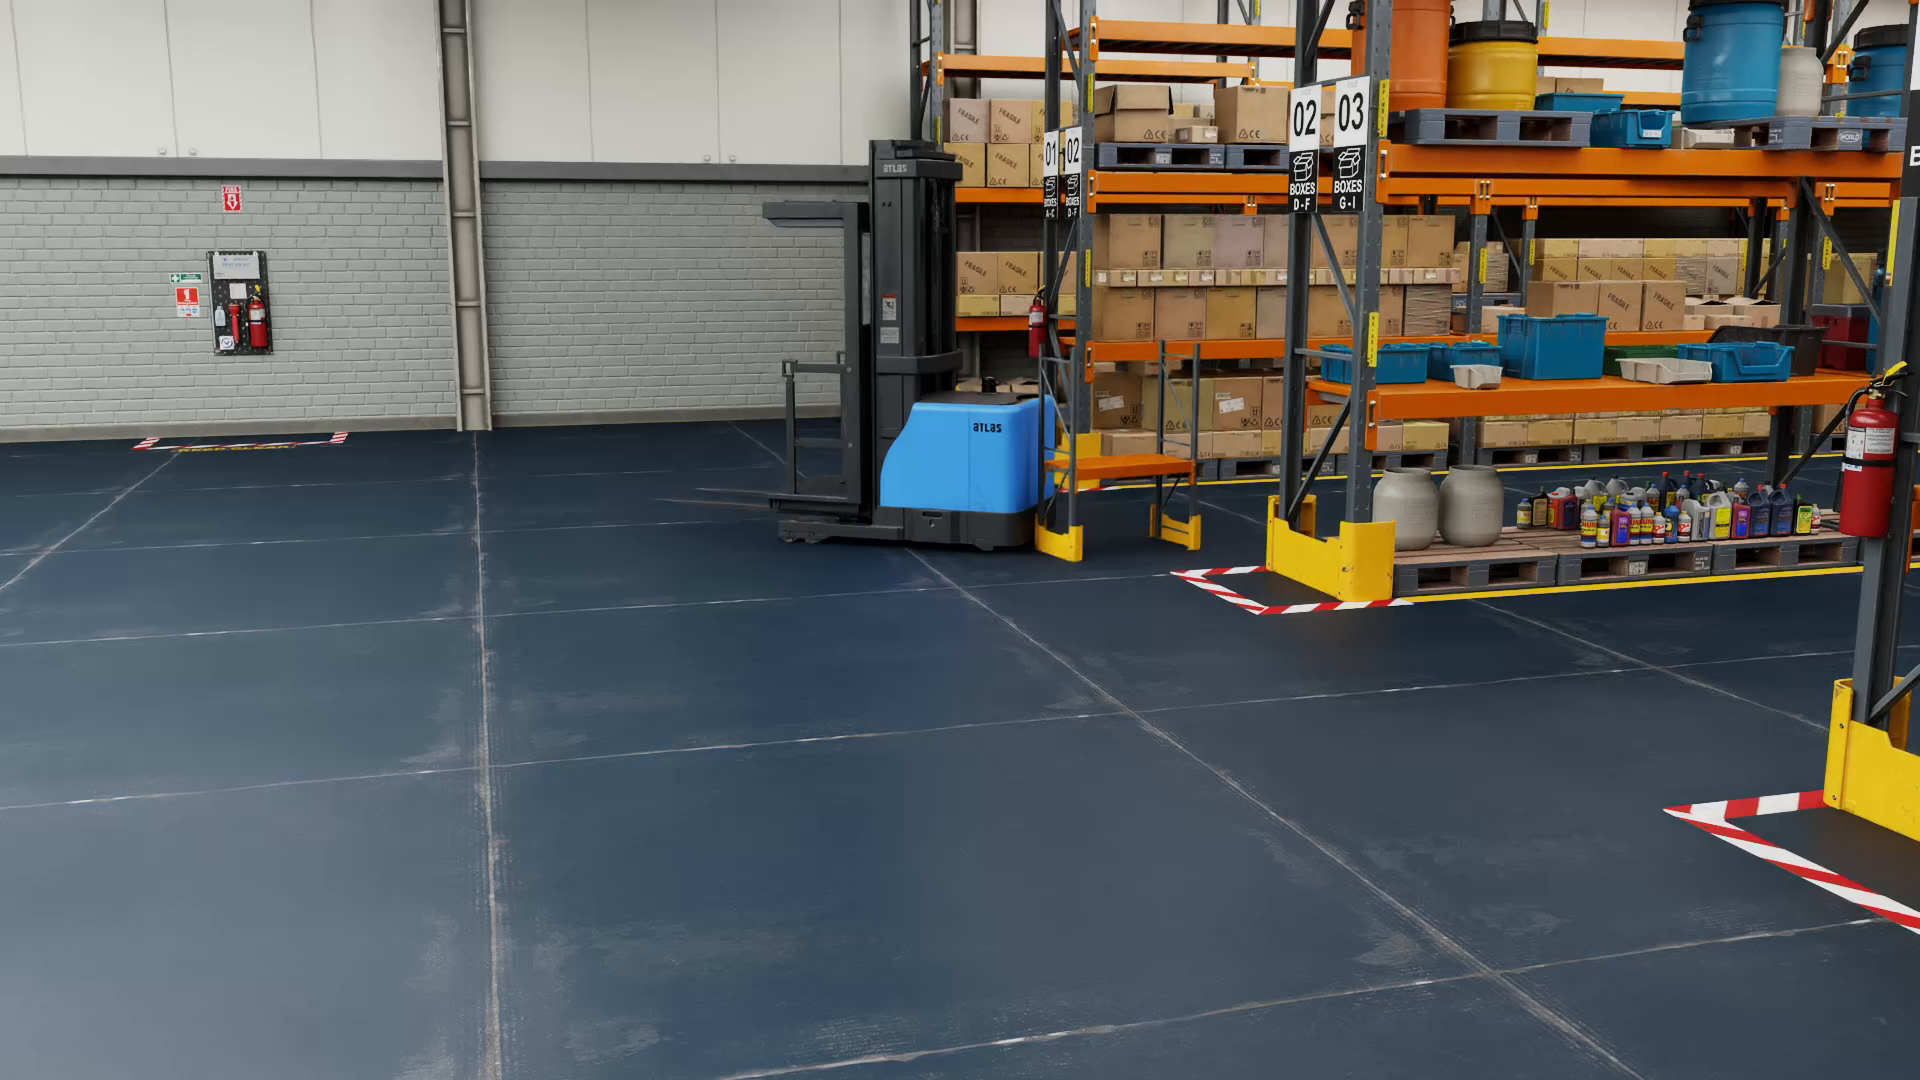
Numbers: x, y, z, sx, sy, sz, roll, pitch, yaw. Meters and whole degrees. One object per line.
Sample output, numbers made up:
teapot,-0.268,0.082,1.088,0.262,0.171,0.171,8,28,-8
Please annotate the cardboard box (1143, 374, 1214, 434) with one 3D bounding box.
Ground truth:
cardboard box,2.040,-1.278,15.568,0.500,0.500,0.500,-3,11,-16

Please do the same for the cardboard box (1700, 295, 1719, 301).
cardboard box,10.138,-3.283,22.736,0.250,0.149,0.380,-3,11,-16

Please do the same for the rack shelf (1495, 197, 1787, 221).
rack shelf,9.197,-4.529,22.568,4.000,0.370,1.077,-3,11,-16

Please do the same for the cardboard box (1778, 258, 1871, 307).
cardboard box,9.238,-2.753,17.780,0.500,0.500,0.700,-7,13,-35

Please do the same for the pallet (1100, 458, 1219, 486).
pallet,1.706,-0.716,15.851,1.213,0.211,1.003,-3,11,-16

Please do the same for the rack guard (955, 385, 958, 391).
rack guard,-0.331,-1.677,20.272,0.348,0.500,1.175,-3,11,-16

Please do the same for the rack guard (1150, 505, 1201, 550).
rack guard,1.601,-0.098,12.389,0.087,0.250,0.587,-5,12,-26

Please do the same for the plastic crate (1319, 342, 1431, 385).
plastic crate,2.762,-1.184,11.104,0.616,0.251,0.499,-3,11,-16

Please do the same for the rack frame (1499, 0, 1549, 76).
rack frame,7.277,-6.257,21.681,0.127,3.000,1.000,-3,11,-16

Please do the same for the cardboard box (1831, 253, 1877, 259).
cardboard box,12.345,-3.717,23.626,0.700,0.700,0.980,-3,11,-17

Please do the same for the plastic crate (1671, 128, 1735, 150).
plastic crate,4.777,-2.576,10.699,0.396,0.136,0.243,-3,11,-16

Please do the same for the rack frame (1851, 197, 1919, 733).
rack frame,3.749,-0.319,5.993,0.127,3.000,1.000,-3,11,-16

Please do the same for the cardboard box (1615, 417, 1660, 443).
cardboard box,6.757,-1.153,16.959,0.500,0.250,0.500,-3,11,-15

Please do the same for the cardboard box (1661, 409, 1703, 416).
cardboard box,7.248,-1.454,17.046,0.500,0.311,0.500,-3,11,-16

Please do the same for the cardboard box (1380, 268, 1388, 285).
cardboard box,3.883,-2.521,15.890,0.250,0.149,0.380,-3,11,-16

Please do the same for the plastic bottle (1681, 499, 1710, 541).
plastic bottle,5.016,-0.143,11.345,0.135,0.276,0.152,-3,11,-15

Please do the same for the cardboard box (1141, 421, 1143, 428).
cardboard box,1.893,-1.001,16.135,0.500,0.250,0.500,-3,11,-16

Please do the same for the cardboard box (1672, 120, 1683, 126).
cardboard box,9.710,-5.567,22.651,0.500,0.250,0.500,-3,11,-18

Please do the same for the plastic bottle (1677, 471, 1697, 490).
plastic bottle,5.314,-0.327,12.140,0.185,0.351,0.144,-3,11,-14

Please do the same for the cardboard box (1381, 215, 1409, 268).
cardboard box,3.915,-2.881,16.054,0.500,0.500,0.700,-3,11,-16

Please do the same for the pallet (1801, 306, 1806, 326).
pallet,9.296,-2.398,17.818,1.003,0.211,1.213,-3,11,-16

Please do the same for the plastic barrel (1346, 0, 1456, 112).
plastic barrel,2.796,-3.119,10.575,0.708,0.830,0.600,-3,11,-16

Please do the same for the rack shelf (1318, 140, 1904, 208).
rack shelf,4.285,-2.402,11.014,4.000,0.370,1.077,-3,11,-16

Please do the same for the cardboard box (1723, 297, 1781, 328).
cardboard box,8.304,-2.391,17.497,0.500,0.311,0.500,-2,11,-12

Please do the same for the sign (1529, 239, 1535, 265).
sign,7.438,-3.743,21.617,0.005,0.325,0.100,-3,11,-16

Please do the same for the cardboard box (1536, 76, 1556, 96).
cardboard box,5.428,-4.245,16.216,0.500,0.500,0.500,-3,11,-15

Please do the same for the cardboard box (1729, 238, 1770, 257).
cardboard box,10.740,-4.015,22.848,0.500,0.250,0.500,-3,11,-15

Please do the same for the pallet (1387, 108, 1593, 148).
pallet,3.186,-2.587,10.551,1.213,0.211,1.003,-3,11,-16

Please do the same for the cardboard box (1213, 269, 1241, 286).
cardboard box,2.412,-2.444,15.471,0.250,0.149,0.380,-3,11,-18

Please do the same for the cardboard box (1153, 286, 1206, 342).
cardboard box,1.939,-2.139,15.605,0.500,0.500,0.700,-3,11,-14

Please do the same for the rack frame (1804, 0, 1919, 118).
rack frame,6.205,-4.333,11.227,0.127,3.000,1.000,-3,11,-16

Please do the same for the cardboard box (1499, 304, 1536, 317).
cardboard box,5.617,-2.254,16.875,0.258,0.266,0.396,-3,11,-17

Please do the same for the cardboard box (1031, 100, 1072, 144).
cardboard box,1.018,-4.950,19.770,0.500,0.500,0.500,-3,11,-14

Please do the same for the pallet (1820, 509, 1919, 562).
pallet,6.949,-0.057,12.275,1.213,0.211,1.003,-3,11,-16

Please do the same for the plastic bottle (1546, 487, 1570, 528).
plastic bottle,4.255,-0.234,11.839,0.135,0.276,0.152,-3,11,-16

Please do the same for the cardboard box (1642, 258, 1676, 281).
cardboard box,9.295,-3.570,22.499,0.500,0.500,0.500,-3,11,-14

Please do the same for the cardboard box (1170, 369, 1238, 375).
cardboard box,2.372,-1.396,16.209,0.500,0.500,0.500,-3,11,-16

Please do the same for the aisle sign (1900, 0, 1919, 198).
aisle sign,3.606,-1.646,6.024,0.004,0.787,0.394,-3,11,-16

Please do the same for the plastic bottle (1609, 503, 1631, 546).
plastic bottle,4.415,-0.106,11.125,0.133,0.283,0.061,-3,11,-15

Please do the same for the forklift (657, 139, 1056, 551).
forklift,-0.837,-1.500,12.600,3.031,2.935,1.130,4,11,20

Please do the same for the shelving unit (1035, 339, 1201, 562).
shelving unit,1.154,-0.673,12.060,1.083,1.500,0.587,-5,12,-26

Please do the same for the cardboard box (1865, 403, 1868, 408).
cardboard box,9.683,-1.434,17.739,0.500,0.500,0.500,-3,11,-18

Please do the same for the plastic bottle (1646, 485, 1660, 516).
plastic bottle,5.002,-0.265,12.019,0.097,0.271,0.097,0,10,0

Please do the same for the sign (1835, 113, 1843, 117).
sign,8.812,-4.117,16.696,0.005,0.325,0.100,-3,11,-16

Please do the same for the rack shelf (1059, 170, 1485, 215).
rack shelf,2.904,-3.264,15.692,4.000,0.370,1.077,-3,11,-16

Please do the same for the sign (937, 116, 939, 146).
sign,-0.252,-4.713,19.162,0.005,0.325,0.100,-3,11,-16

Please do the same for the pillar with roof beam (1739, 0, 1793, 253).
pillar with roof beam,12.751,-5.897,19.725,0.400,9.000,9.100,-3,11,-16

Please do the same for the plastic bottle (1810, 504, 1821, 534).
plastic bottle,5.944,-0.150,11.589,0.097,0.201,0.097,0,10,0

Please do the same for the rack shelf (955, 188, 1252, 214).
rack shelf,1.516,-4.125,20.369,4.000,0.370,1.077,-3,11,-16

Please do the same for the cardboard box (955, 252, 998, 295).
cardboard box,0.138,-3.179,19.816,0.500,0.500,0.500,-3,11,-16

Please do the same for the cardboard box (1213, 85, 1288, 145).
cardboard box,2.655,-3.877,15.216,0.500,0.500,0.500,-3,11,-16

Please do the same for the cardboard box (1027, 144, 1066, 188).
cardboard box,1.010,-4.458,19.859,0.500,0.500,0.500,-2,11,-13

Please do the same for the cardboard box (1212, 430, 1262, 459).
cardboard box,2.520,-0.935,15.775,0.500,0.250,0.500,-3,11,-16
